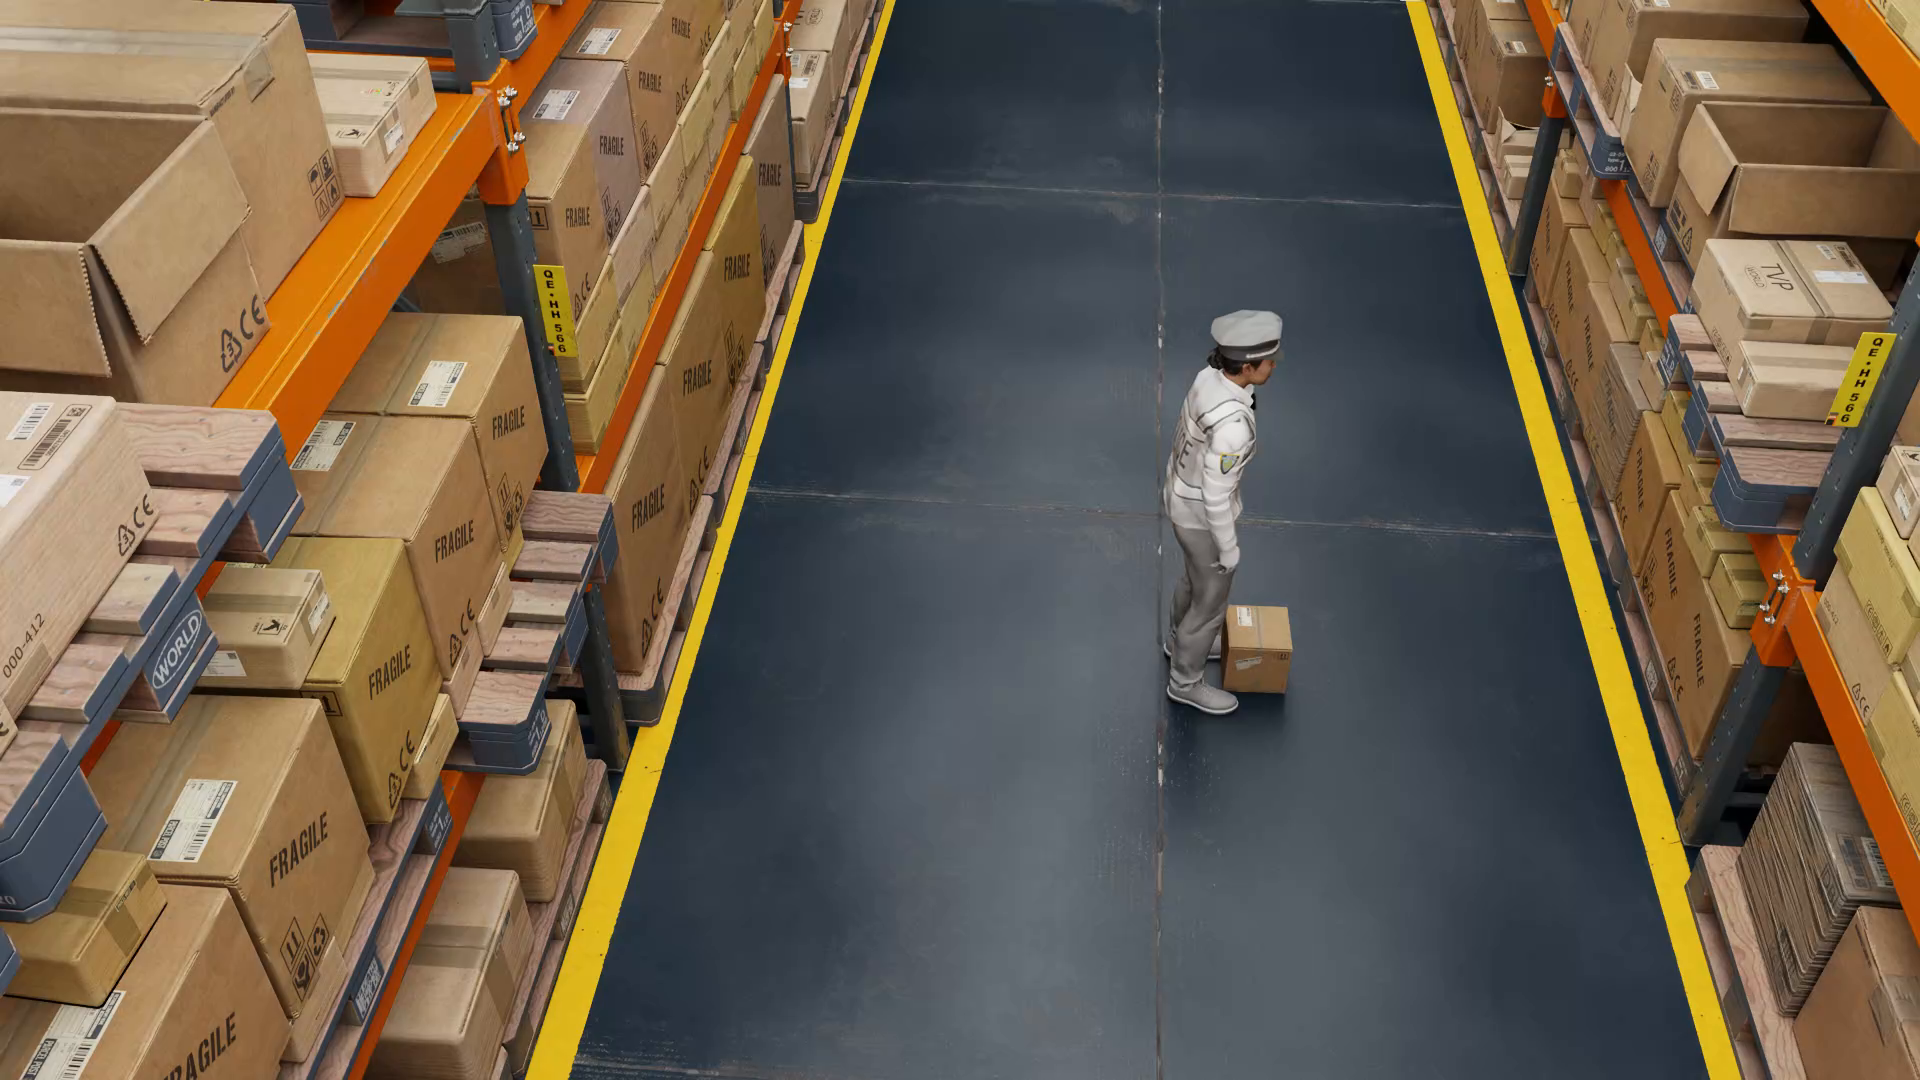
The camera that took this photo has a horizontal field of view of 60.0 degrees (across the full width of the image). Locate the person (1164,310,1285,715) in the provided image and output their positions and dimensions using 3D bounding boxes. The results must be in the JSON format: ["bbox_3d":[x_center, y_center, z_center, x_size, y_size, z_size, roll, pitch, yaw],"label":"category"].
[{"bbox_3d":[0.955,-0.113,6.284,0.369,1.667,0.547,1,40,2],"label":"person"}]
